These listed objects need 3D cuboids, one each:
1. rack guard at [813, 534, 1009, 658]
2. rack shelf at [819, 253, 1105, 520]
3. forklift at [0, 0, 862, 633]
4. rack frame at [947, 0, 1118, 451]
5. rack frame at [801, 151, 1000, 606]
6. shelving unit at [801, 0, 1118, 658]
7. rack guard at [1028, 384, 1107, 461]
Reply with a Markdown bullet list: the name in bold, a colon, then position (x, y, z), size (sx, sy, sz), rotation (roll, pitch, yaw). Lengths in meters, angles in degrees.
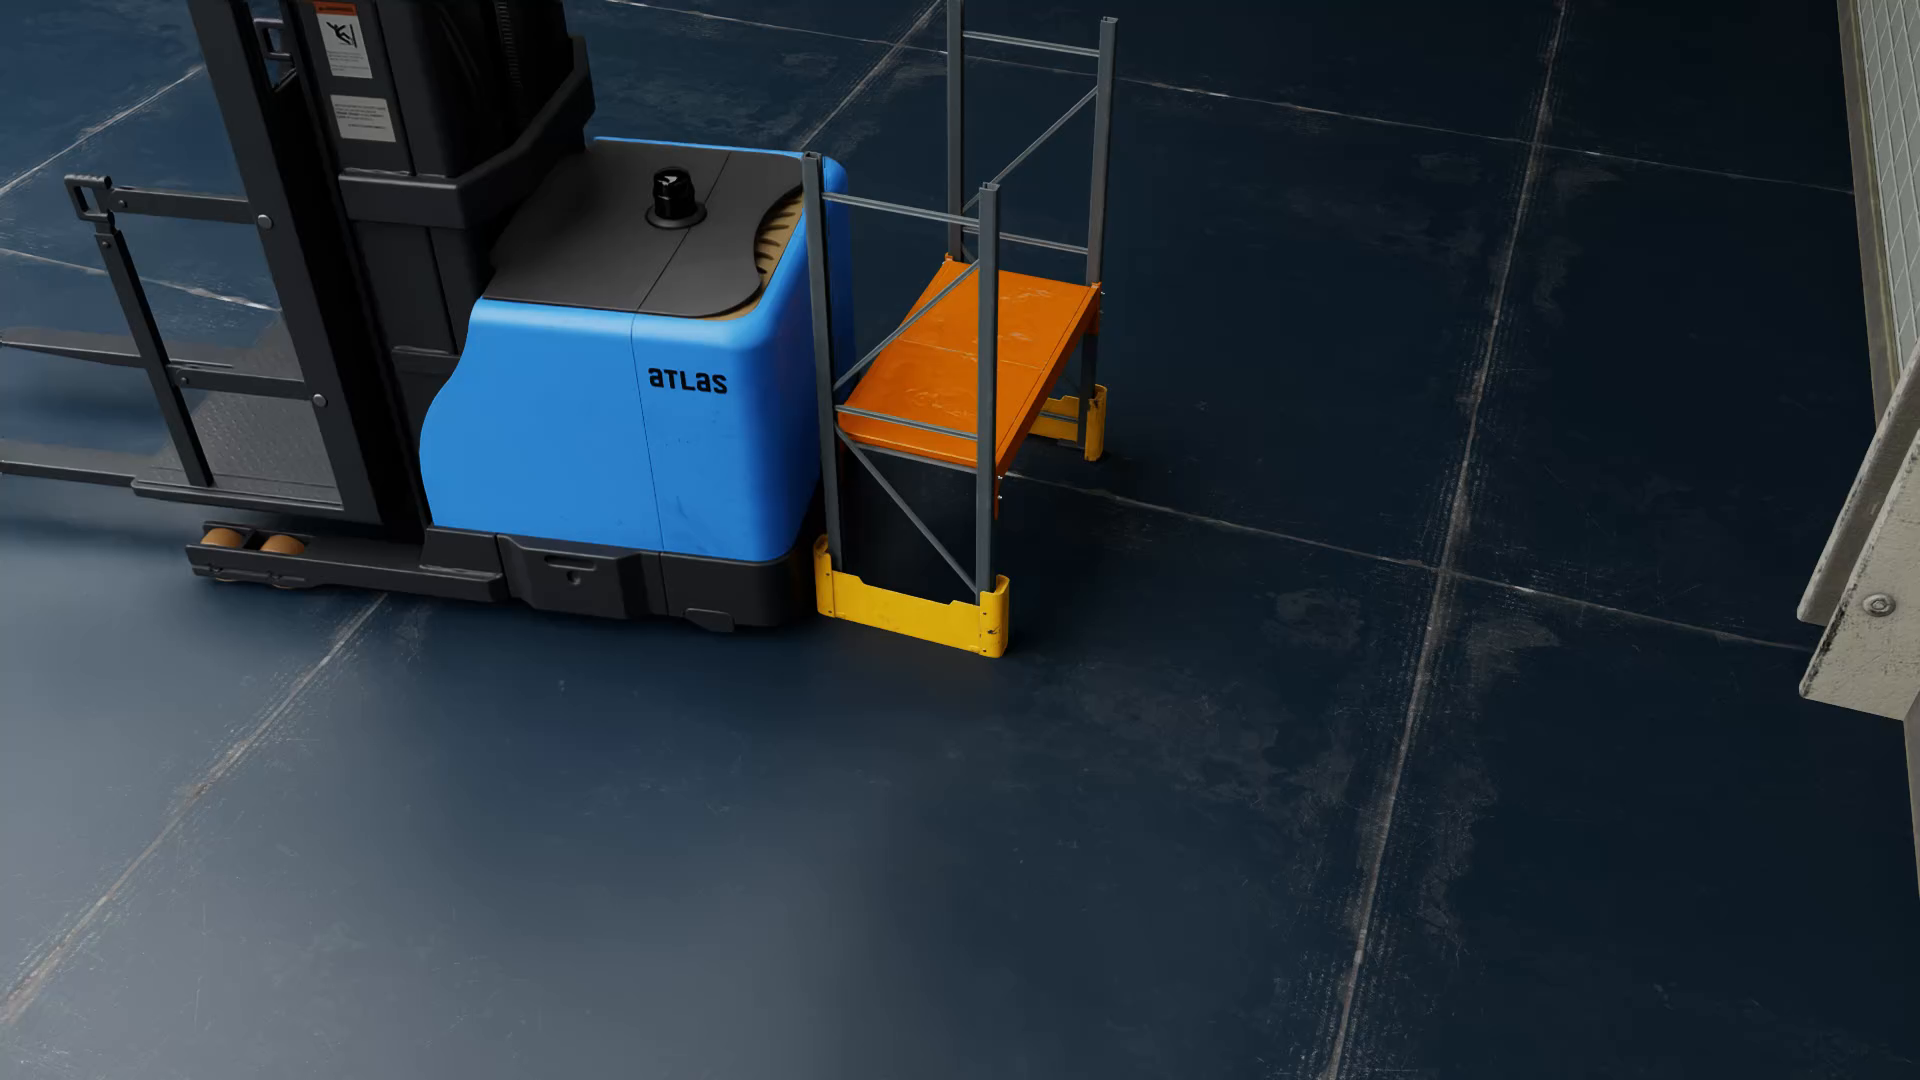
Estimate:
- **rack guard**: position (-0.144, 0.162, 4.867), size (0.587, 0.250, 0.087), rotation (13, 42, 15)
- **rack shelf**: position (0.029, -0.486, 4.941), size (0.538, 0.185, 1.000), rotation (13, 42, 15)
- **forklift**: position (-1.885, -1.296, 4.511), size (3.031, 2.935, 1.130), rotation (6, 41, 7)
- **rack frame**: position (0.203, -0.933, 5.188), size (0.500, 1.500, 0.032), rotation (13, 42, 15)
- **rack frame**: position (-0.145, -0.313, 4.461), size (0.500, 1.500, 0.032), rotation (13, 42, 15)
- **shelving unit**: position (0.026, -0.617, 4.818), size (0.587, 1.500, 1.083), rotation (13, 42, 15)
- **rack guard**: position (0.196, -0.445, 5.579), size (0.587, 0.250, 0.087), rotation (13, 42, 15)
